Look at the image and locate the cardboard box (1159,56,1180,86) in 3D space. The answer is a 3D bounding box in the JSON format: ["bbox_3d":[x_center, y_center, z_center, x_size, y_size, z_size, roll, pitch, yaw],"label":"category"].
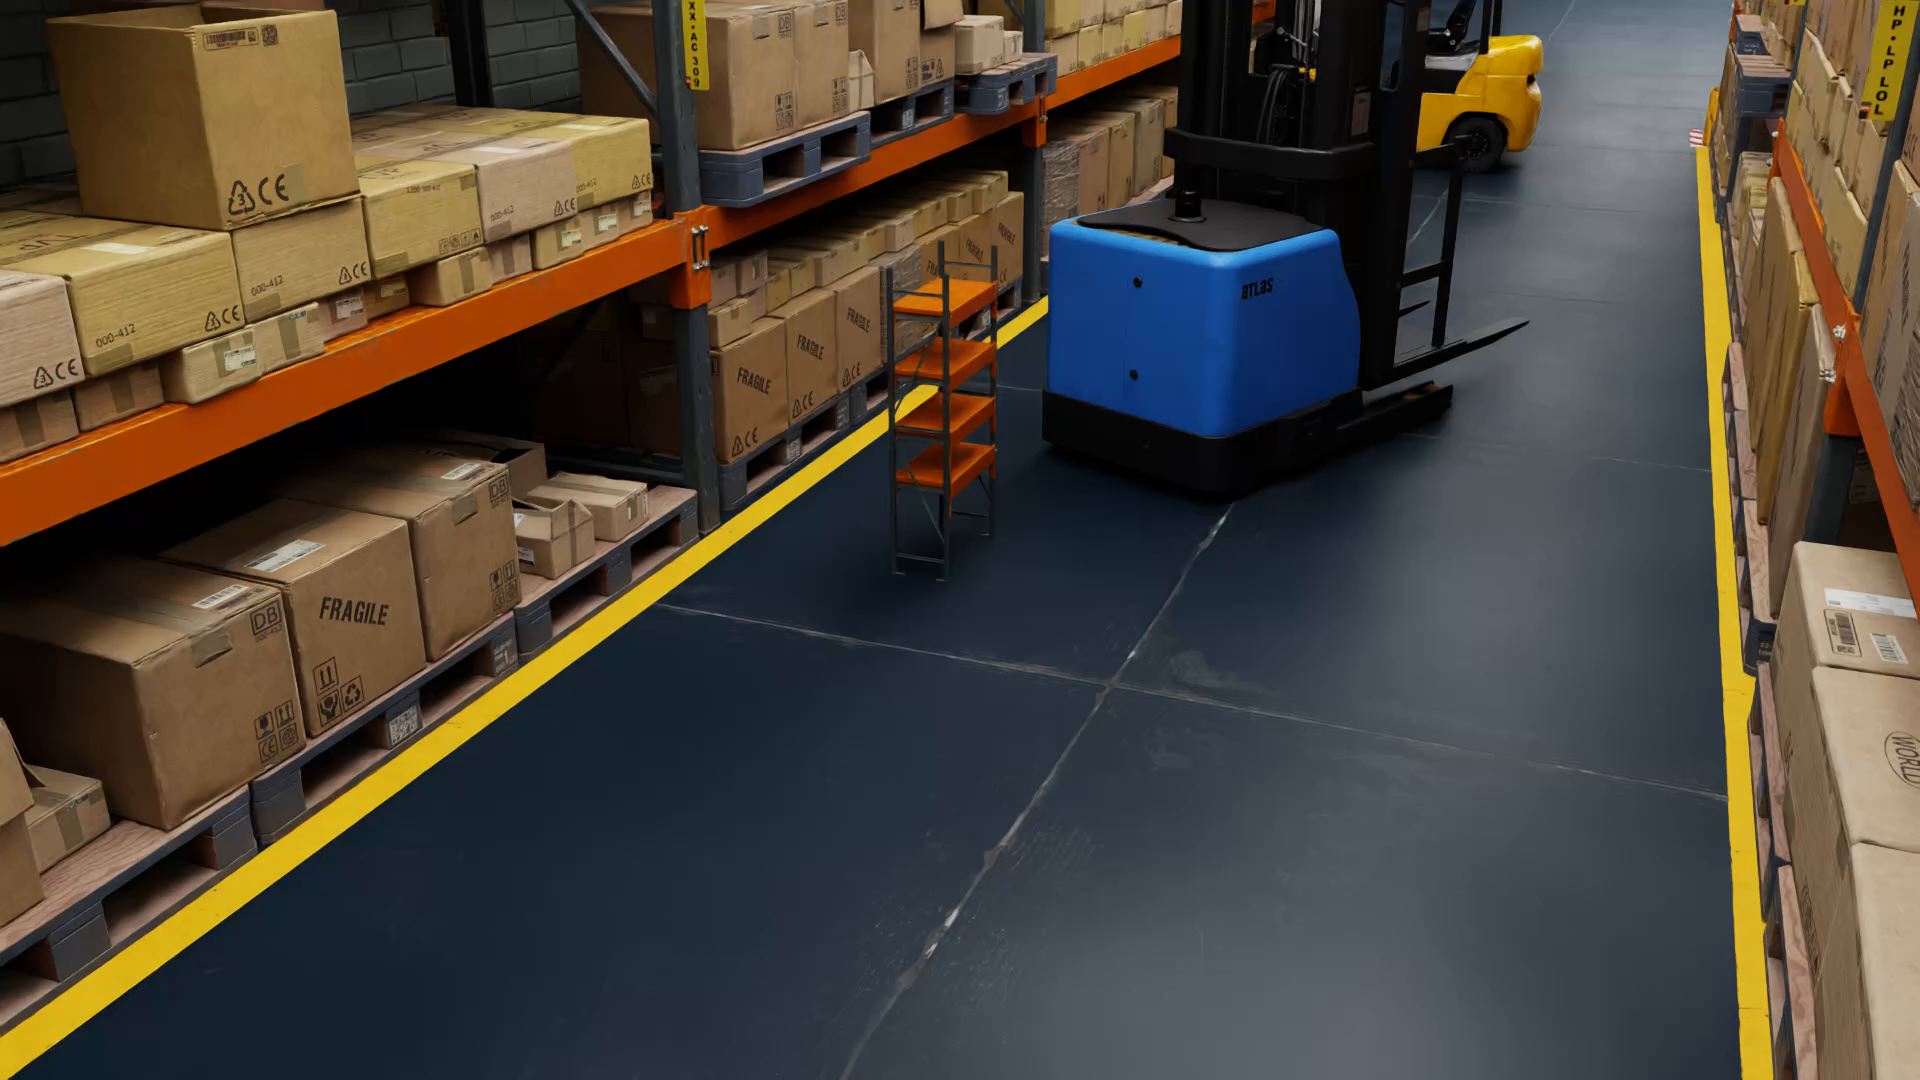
[{"bbox_3d":[1.966,-3.867,13.842,0.500,0.250,0.500,8,24,19],"label":"cardboard box"}]

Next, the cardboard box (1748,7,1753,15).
[{"bbox_3d":[6.316,-4.050,12.881,0.380,0.149,0.250,8,24,19],"label":"cardboard box"}]

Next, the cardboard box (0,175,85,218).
[{"bbox_3d":[-2.463,-0.877,4.767,0.500,0.250,0.500,9,24,20],"label":"cardboard box"}]

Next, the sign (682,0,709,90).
[{"bbox_3d":[-0.970,-1.815,6.079,0.100,0.325,0.005,9,24,20],"label":"sign"}]

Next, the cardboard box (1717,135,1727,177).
[{"bbox_3d":[6.263,-3.011,13.088,0.500,0.250,0.500,8,24,19],"label":"cardboard box"}]

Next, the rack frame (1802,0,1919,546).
[{"bbox_3d":[3.133,-0.781,4.727,1.000,3.000,0.127,9,24,20],"label":"rack frame"}]

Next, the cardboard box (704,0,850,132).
[{"bbox_3d":[-0.897,-2.056,7.107,0.700,0.500,0.500,9,24,21],"label":"cardboard box"}]

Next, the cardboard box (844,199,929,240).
[{"bbox_3d":[-0.383,-1.681,8.739,0.380,0.149,0.250,8,24,19],"label":"cardboard box"}]

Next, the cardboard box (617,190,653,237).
[{"bbox_3d":[-1.361,-1.224,6.114,0.380,0.149,0.250,9,24,21],"label":"cardboard box"}]

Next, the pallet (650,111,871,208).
[{"bbox_3d":[-1.079,-1.672,7.110,1.003,0.211,1.213,9,24,20],"label":"pallet"}]

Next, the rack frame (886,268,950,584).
[{"bbox_3d":[-0.152,-0.407,6.168,0.240,1.200,0.015,9,24,20],"label":"rack frame"}]

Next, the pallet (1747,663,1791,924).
[{"bbox_3d":[2.778,0.767,4.640,1.003,0.211,1.213,9,24,20],"label":"pallet"}]

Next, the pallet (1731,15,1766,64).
[{"bbox_3d":[5.686,-3.302,11.013,1.003,0.211,1.213,9,24,20],"label":"pallet"}]

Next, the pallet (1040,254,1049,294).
[{"bbox_3d":[0.351,-1.924,11.082,1.003,0.211,1.213,9,24,20],"label":"pallet"}]

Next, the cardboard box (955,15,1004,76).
[{"bbox_3d":[-0.082,-2.622,8.785,0.500,0.250,0.500,8,24,18],"label":"cardboard box"}]

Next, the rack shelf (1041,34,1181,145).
[{"bbox_3d":[0.752,-3.305,11.704,1.077,0.370,4.000,9,24,20],"label":"rack shelf"}]

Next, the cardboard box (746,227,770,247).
[{"bbox_3d":[-1.167,-1.472,8.239,0.380,0.149,0.250,9,24,21],"label":"cardboard box"}]

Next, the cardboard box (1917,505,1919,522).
[{"bbox_3d":[2.143,-0.156,3.101,0.500,0.500,0.500,10,24,22],"label":"cardboard box"}]

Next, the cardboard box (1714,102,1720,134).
[{"bbox_3d":[7.034,-3.751,14.861,0.500,0.250,0.500,9,24,20],"label":"cardboard box"}]

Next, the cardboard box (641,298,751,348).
[{"bbox_3d":[-1.097,-0.920,6.917,0.380,0.149,0.250,10,25,23],"label":"cardboard box"}]

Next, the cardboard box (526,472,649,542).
[{"bbox_3d":[-1.411,-0.127,6.316,0.380,0.149,0.250,8,24,18],"label":"cardboard box"}]

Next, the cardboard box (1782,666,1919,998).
[{"bbox_3d":[2.468,0.738,3.872,0.875,0.438,0.875,8,24,18],"label":"cardboard box"}]

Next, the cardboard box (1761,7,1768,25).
[{"bbox_3d":[5.505,-3.481,10.972,0.380,0.149,0.250,9,24,21],"label":"cardboard box"}]

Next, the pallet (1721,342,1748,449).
[{"bbox_3d":[4.256,-0.654,8.042,1.003,0.211,1.213,9,24,20],"label":"pallet"}]

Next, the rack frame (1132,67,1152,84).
[{"bbox_3d":[1.495,-4.353,13.279,1.000,3.000,0.127,9,24,20],"label":"rack frame"}]

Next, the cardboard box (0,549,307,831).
[{"bbox_3d":[-2.294,0.395,4.610,0.700,0.500,0.500,10,25,22],"label":"cardboard box"}]

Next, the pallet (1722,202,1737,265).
[{"bbox_3d":[5.817,-2.078,11.451,1.003,0.211,1.213,9,24,20],"label":"pallet"}]

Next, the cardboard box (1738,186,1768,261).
[{"bbox_3d":[5.392,-1.930,10.343,0.950,0.372,0.625,10,25,22],"label":"cardboard box"}]

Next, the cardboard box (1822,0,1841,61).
[{"bbox_3d":[3.827,-2.216,6.737,0.500,0.500,0.500,9,24,22],"label":"cardboard box"}]

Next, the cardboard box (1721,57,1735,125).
[{"bbox_3d":[6.642,-3.722,13.819,0.500,0.500,0.500,9,24,21],"label":"cardboard box"}]

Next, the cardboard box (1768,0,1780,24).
[{"bbox_3d":[4.898,-3.159,9.361,0.500,0.500,0.500,7,24,16],"label":"cardboard box"}]

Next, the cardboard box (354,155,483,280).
[{"bbox_3d":[-1.809,-0.983,5.020,0.500,0.250,0.500,9,24,20],"label":"cardboard box"}]

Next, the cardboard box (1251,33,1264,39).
[{"bbox_3d":[2.737,-4.596,15.586,0.500,0.250,0.500,9,24,21],"label":"cardboard box"}]

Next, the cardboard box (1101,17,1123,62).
[{"bbox_3d":[0.777,-3.341,11.050,0.500,0.250,0.500,8,24,18],"label":"cardboard box"}]

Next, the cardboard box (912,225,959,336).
[{"bbox_3d":[-0.336,-1.414,8.943,0.500,0.500,0.500,10,25,22],"label":"cardboard box"}]

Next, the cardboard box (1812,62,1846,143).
[{"bbox_3d":[3.611,-1.687,6.442,0.500,0.250,0.500,9,24,21],"label":"cardboard box"}]

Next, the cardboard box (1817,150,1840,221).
[{"bbox_3d":[3.461,-1.268,6.089,0.500,0.250,0.500,8,24,19],"label":"cardboard box"}]

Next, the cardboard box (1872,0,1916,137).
[{"bbox_3d":[3.066,-1.484,4.984,0.500,0.500,0.500,10,25,22],"label":"cardboard box"}]

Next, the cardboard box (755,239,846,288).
[{"bbox_3d":[-0.764,-1.308,7.846,0.380,0.149,0.250,9,24,20],"label":"cardboard box"}]

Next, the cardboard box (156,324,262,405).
[{"bbox_3d":[-2.061,-0.475,4.321,0.380,0.149,0.250,8,24,19],"label":"cardboard box"}]

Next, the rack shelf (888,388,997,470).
[{"bbox_3d":[-0.061,-0.432,6.403,0.258,0.148,0.480,9,24,20],"label":"rack shelf"}]

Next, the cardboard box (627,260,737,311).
[{"bbox_3d":[-1.153,-1.066,6.881,0.380,0.149,0.250,8,24,19],"label":"cardboard box"}]

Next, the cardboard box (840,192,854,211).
[{"bbox_3d":[-0.803,-1.843,9.128,0.380,0.149,0.250,8,24,18],"label":"cardboard box"}]

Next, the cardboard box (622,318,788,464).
[{"bbox_3d":[-1.088,-0.671,7.164,0.500,0.500,0.500,10,25,22],"label":"cardboard box"}]

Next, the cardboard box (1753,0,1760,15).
[{"bbox_3d":[6.039,-4.022,11.970,0.500,0.500,0.500,8,24,19],"label":"cardboard box"}]

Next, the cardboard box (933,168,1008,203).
[{"bbox_3d":[0.061,-2.048,9.618,0.380,0.149,0.250,8,24,17],"label":"cardboard box"}]

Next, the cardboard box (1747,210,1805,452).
[{"bbox_3d":[3.950,-0.872,7.157,0.875,0.875,0.875,9,24,21],"label":"cardboard box"}]

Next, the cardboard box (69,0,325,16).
[{"bbox_3d":[-2.277,-1.409,5.068,0.500,0.500,0.500,8,24,19],"label":"cardboard box"}]

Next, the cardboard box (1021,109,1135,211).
[{"bbox_3d":[0.739,-2.717,11.898,0.875,0.625,0.625,8,24,18],"label":"cardboard box"}]

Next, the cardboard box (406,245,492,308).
[{"bbox_3d":[-1.703,-0.846,5.209,0.380,0.149,0.250,8,24,19],"label":"cardboard box"}]

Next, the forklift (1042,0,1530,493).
[{"bbox_3d":[1.783,-2.027,7.800,3.031,2.935,1.130,-21,30,-40],"label":"forklift"}]

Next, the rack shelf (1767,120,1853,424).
[{"bbox_3d":[3.876,-1.164,6.579,1.077,0.370,4.000,9,24,20],"label":"rack shelf"}]

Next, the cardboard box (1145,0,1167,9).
[{"bbox_3d":[1.170,-3.935,11.824,0.500,0.250,0.500,9,24,21],"label":"cardboard box"}]

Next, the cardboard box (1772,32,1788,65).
[{"bbox_3d":[4.607,-2.644,8.969,0.380,0.149,0.250,9,24,20],"label":"cardboard box"}]

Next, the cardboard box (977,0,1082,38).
[{"bbox_3d":[0.424,-3.203,10.073,0.500,0.250,0.500,9,24,20],"label":"cardboard box"}]

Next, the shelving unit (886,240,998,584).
[{"bbox_3d":[-0.061,-0.494,6.377,0.258,1.200,0.503,9,24,20],"label":"shelving unit"}]

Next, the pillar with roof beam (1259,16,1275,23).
[{"bbox_3d":[8.111,-9.963,18.927,9.100,9.000,0.400,9,24,20],"label":"pillar with roof beam"}]

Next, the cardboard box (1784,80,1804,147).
[{"bbox_3d":[4.204,-2.004,7.850,0.500,0.250,0.500,8,24,19],"label":"cardboard box"}]
